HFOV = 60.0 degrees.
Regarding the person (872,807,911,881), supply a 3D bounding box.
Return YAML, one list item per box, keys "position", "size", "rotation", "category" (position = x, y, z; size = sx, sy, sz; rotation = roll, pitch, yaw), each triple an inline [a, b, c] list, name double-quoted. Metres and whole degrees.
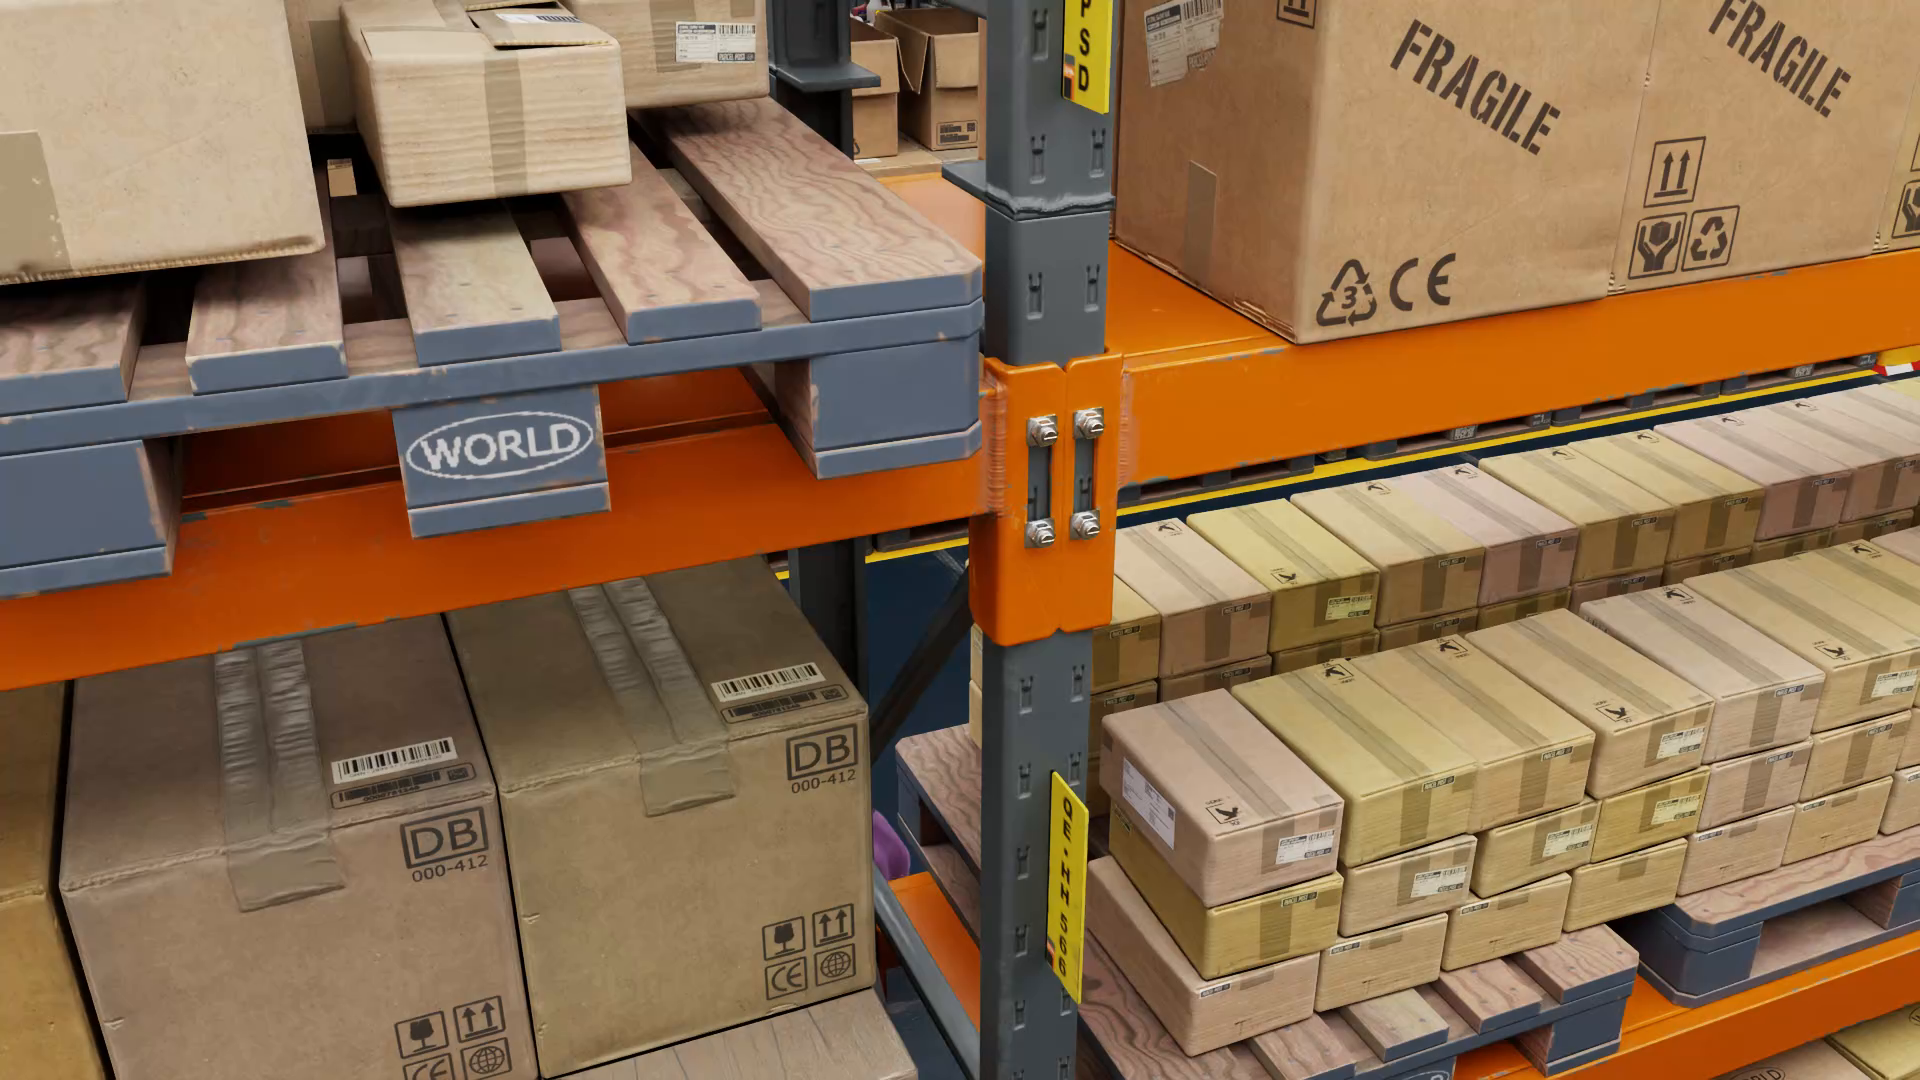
- position: [-0.537, 0.981, 4.949]
  size: [0.814, 0.892, 0.430]
  rotation: [-11, 28, -21]
  category: "person"
